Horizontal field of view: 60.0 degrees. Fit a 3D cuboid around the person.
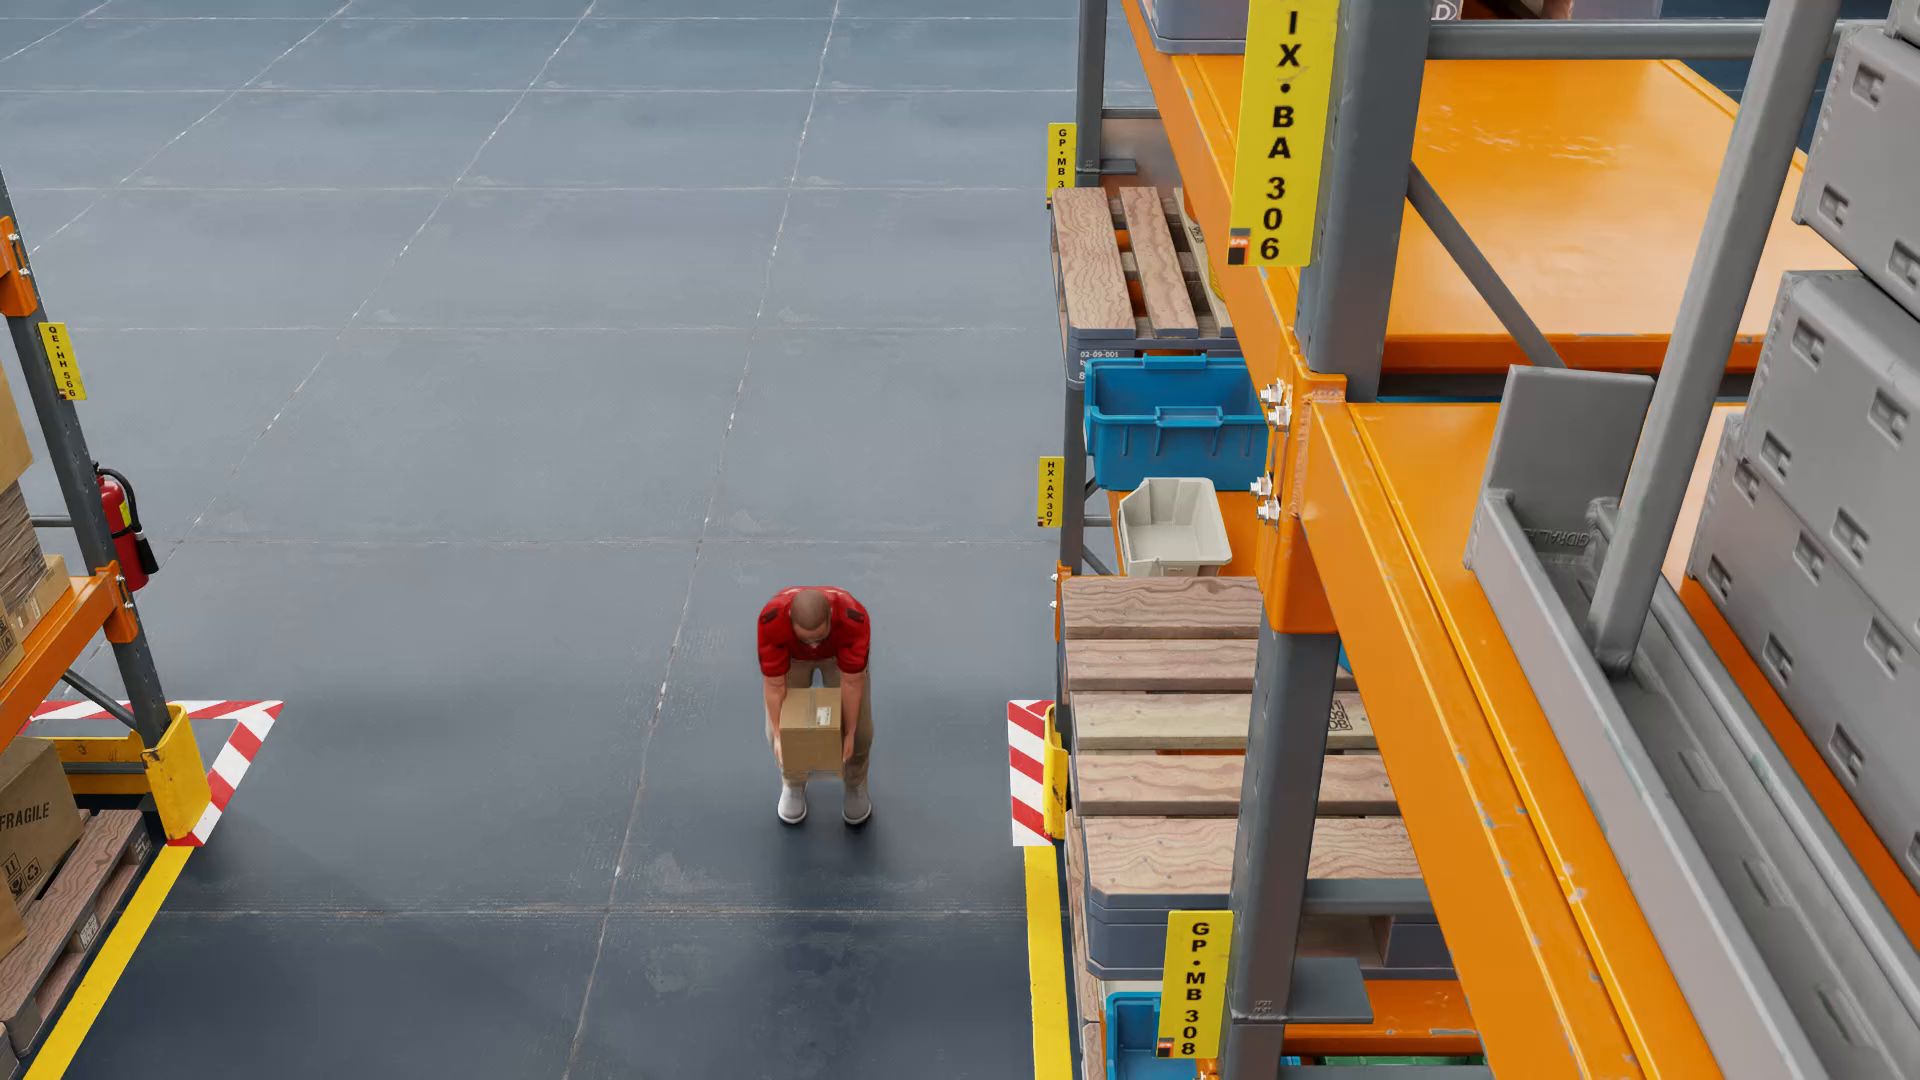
[{"bbox_3d":[-0.605,0.549,7.150,0.490,1.637,0.497,-1,31,-1],"label":"person"}]
